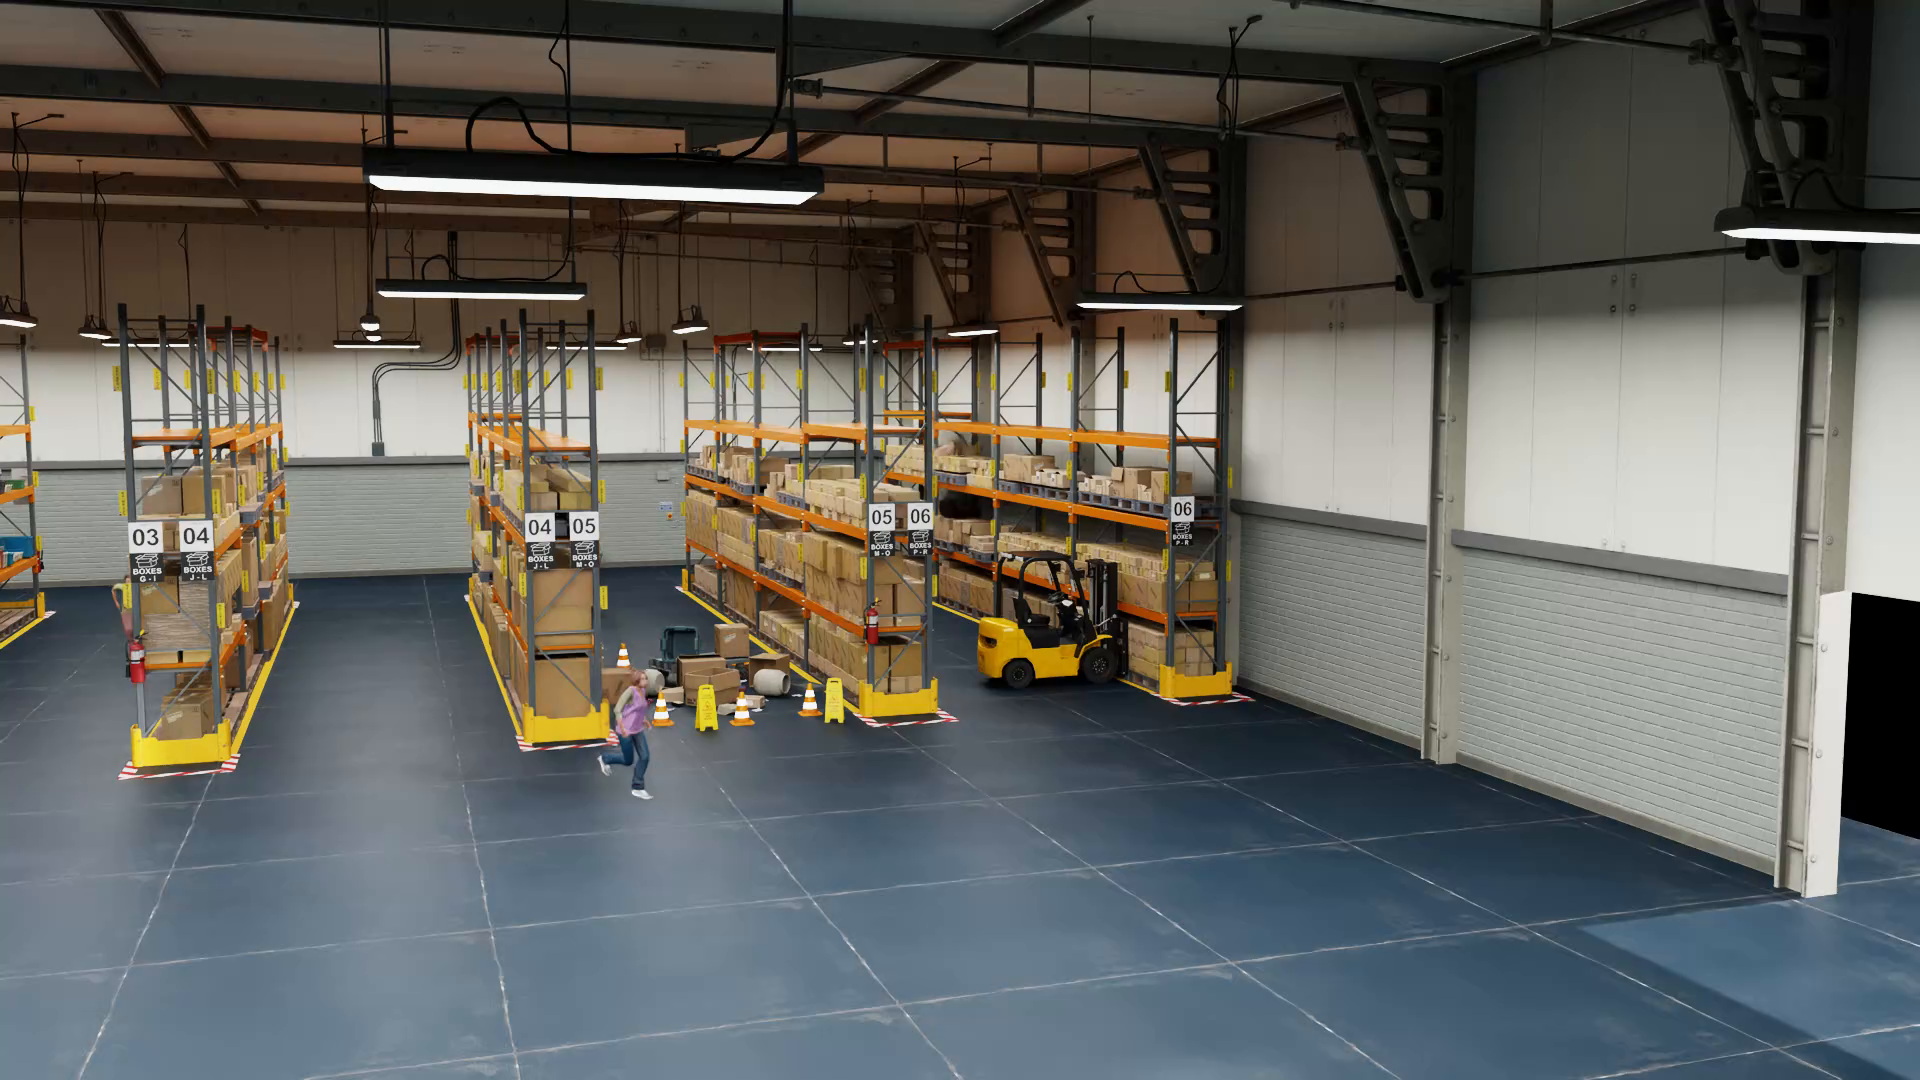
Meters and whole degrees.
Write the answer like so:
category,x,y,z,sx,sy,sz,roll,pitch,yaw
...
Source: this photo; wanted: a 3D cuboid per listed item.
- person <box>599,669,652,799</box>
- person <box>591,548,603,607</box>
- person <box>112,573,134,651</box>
category,x,y,z,sx,sy,sz,roll,pitch,yaw
person,-4.051,2.339,20.178,0.768,1.575,0.551,3,6,26
person,-8.214,0.674,36.687,0.632,1.780,0.812,-2,6,-16
person,-15.014,1.371,30.162,0.616,1.625,1.003,-2,6,-22
